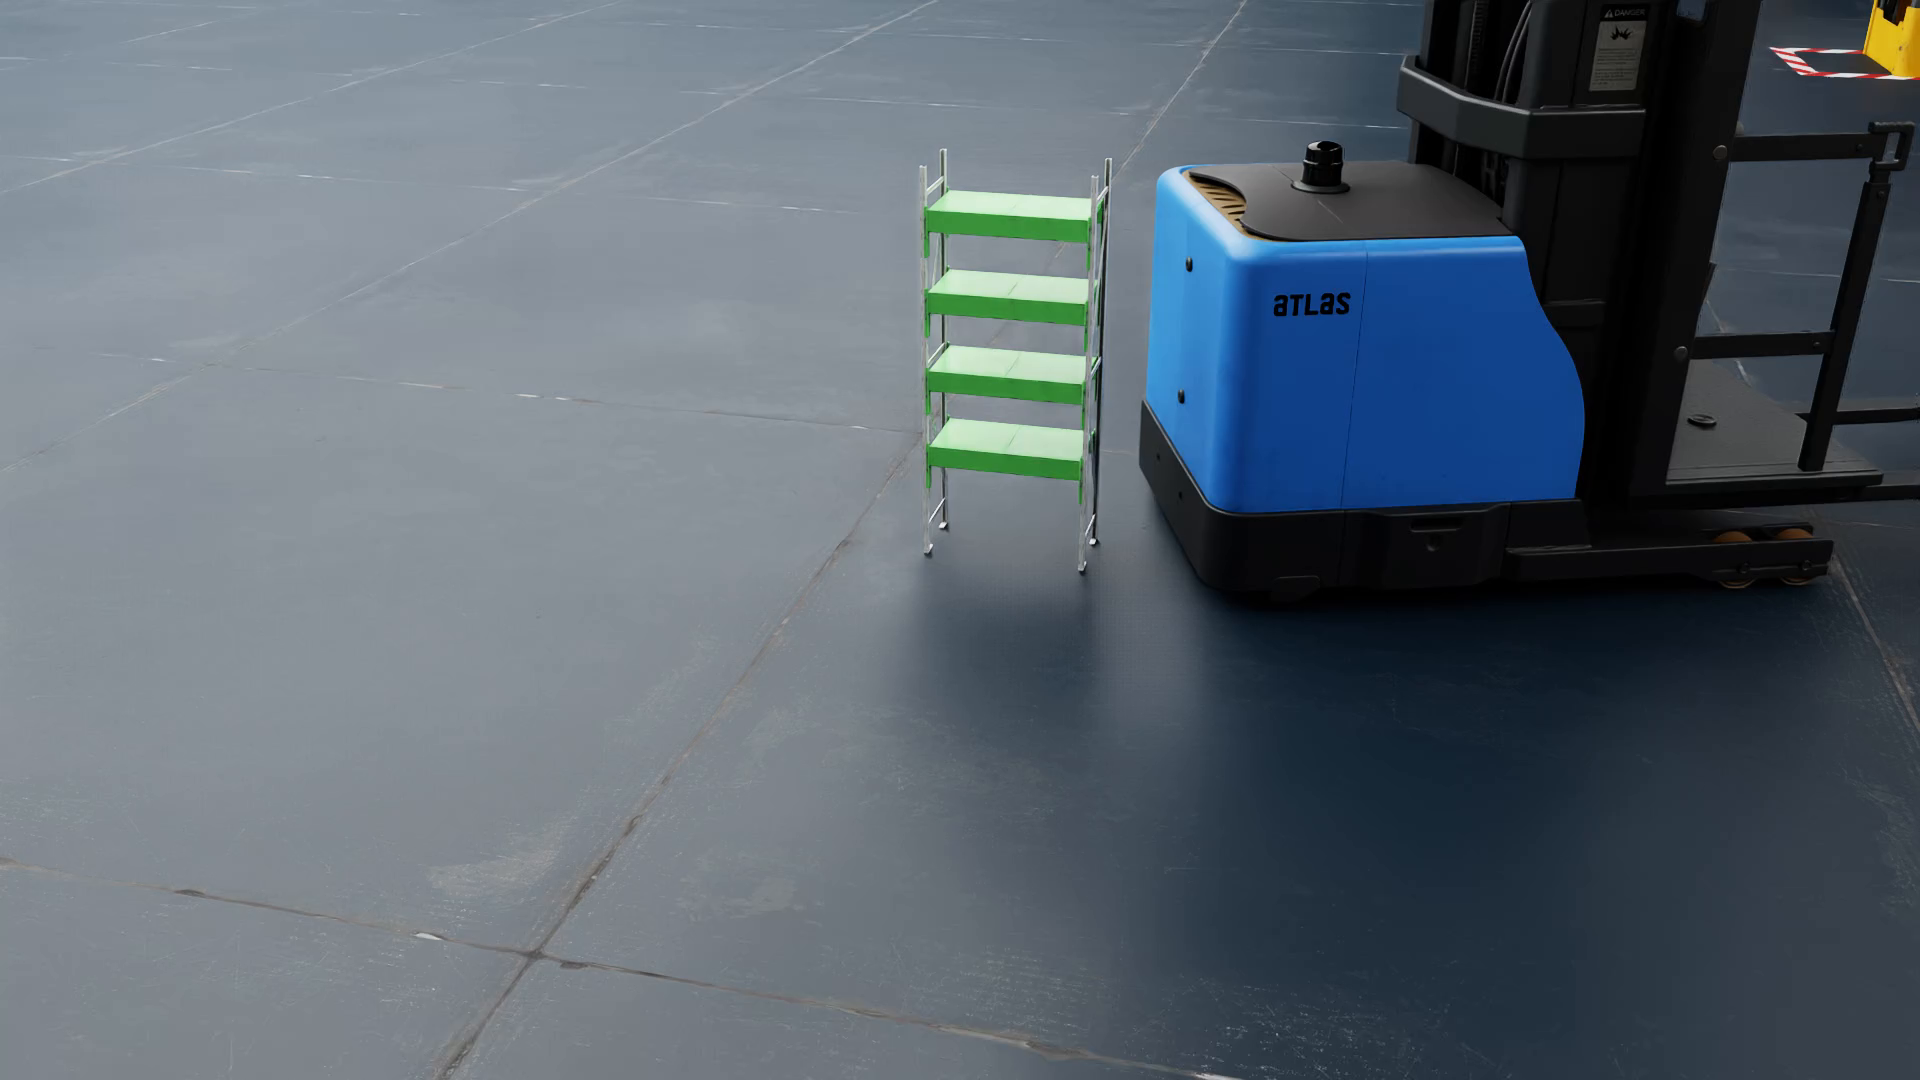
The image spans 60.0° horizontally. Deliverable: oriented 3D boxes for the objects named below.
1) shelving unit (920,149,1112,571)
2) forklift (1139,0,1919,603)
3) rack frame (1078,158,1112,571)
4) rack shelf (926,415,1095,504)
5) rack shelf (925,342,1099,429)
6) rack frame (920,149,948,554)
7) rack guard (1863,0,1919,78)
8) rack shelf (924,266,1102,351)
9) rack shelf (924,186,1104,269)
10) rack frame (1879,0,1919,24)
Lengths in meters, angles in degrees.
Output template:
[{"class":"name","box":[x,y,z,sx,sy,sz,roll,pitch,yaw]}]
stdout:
[{"class":"shelving unit","box":[0.160,-0.524,4.955,0.503,1.200,0.258,6,26,13]},{"class":"forklift","box":[2.156,-1.402,4.784,3.031,2.935,1.130,-3,26,-6]},{"class":"rack frame","box":[0.397,-0.498,4.900,0.015,1.200,0.240,6,26,13]},{"class":"rack shelf","box":[0.160,-0.250,5.086,0.480,0.148,0.258,6,26,13]},{"class":"rack shelf","box":[0.160,-0.466,4.982,0.480,0.148,0.258,6,26,13]},{"class":"rack frame","box":[-0.076,-0.550,5.010,0.015,1.200,0.240,6,26,13]},{"class":"rack guard","box":[7.433,-3.977,13.022,0.348,0.500,1.175,6,26,13]},{"class":"rack shelf","box":[0.160,-0.683,4.879,0.480,0.148,0.258,6,26,13]},{"class":"rack shelf","box":[0.160,-0.900,4.776,0.480,0.148,0.258,6,26,13]},{"class":"rack frame","box":[7.359,-5.114,12.501,0.127,3.000,1.000,6,26,13]}]
